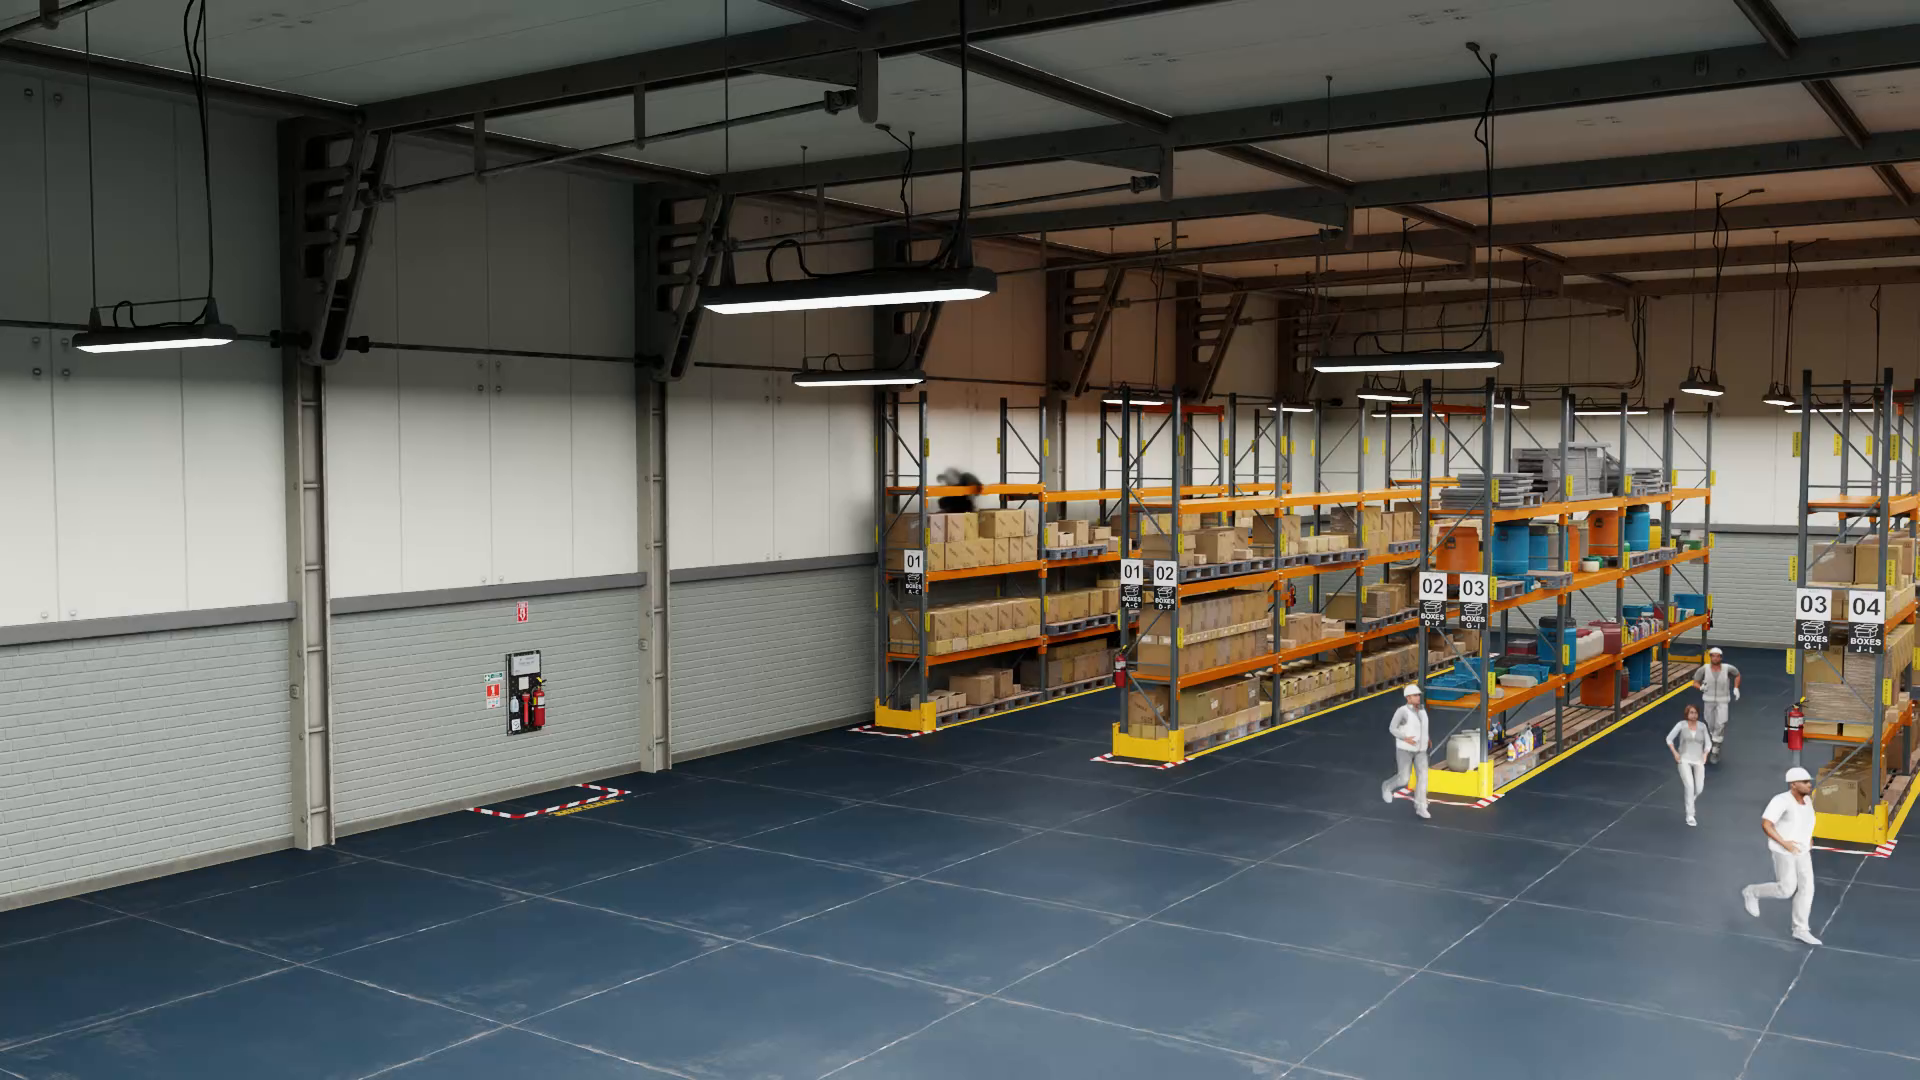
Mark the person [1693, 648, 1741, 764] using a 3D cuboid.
[{"bbox_3d":[12.147,2.641,26.716,0.690,1.849,0.912,2,4,28],"label":"person"}]

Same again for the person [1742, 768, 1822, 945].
[{"bbox_3d":[8.494,3.193,17.073,0.727,1.751,0.867,-2,4,-31],"label":"person"}]

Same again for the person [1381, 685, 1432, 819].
[{"bbox_3d":[6.188,2.862,22.722,0.693,1.764,0.927,-1,3,-23],"label":"person"}]

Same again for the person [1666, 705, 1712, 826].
[{"bbox_3d":[9.753,2.982,22.264,0.561,1.583,0.638,1,3,10],"label":"person"}]
